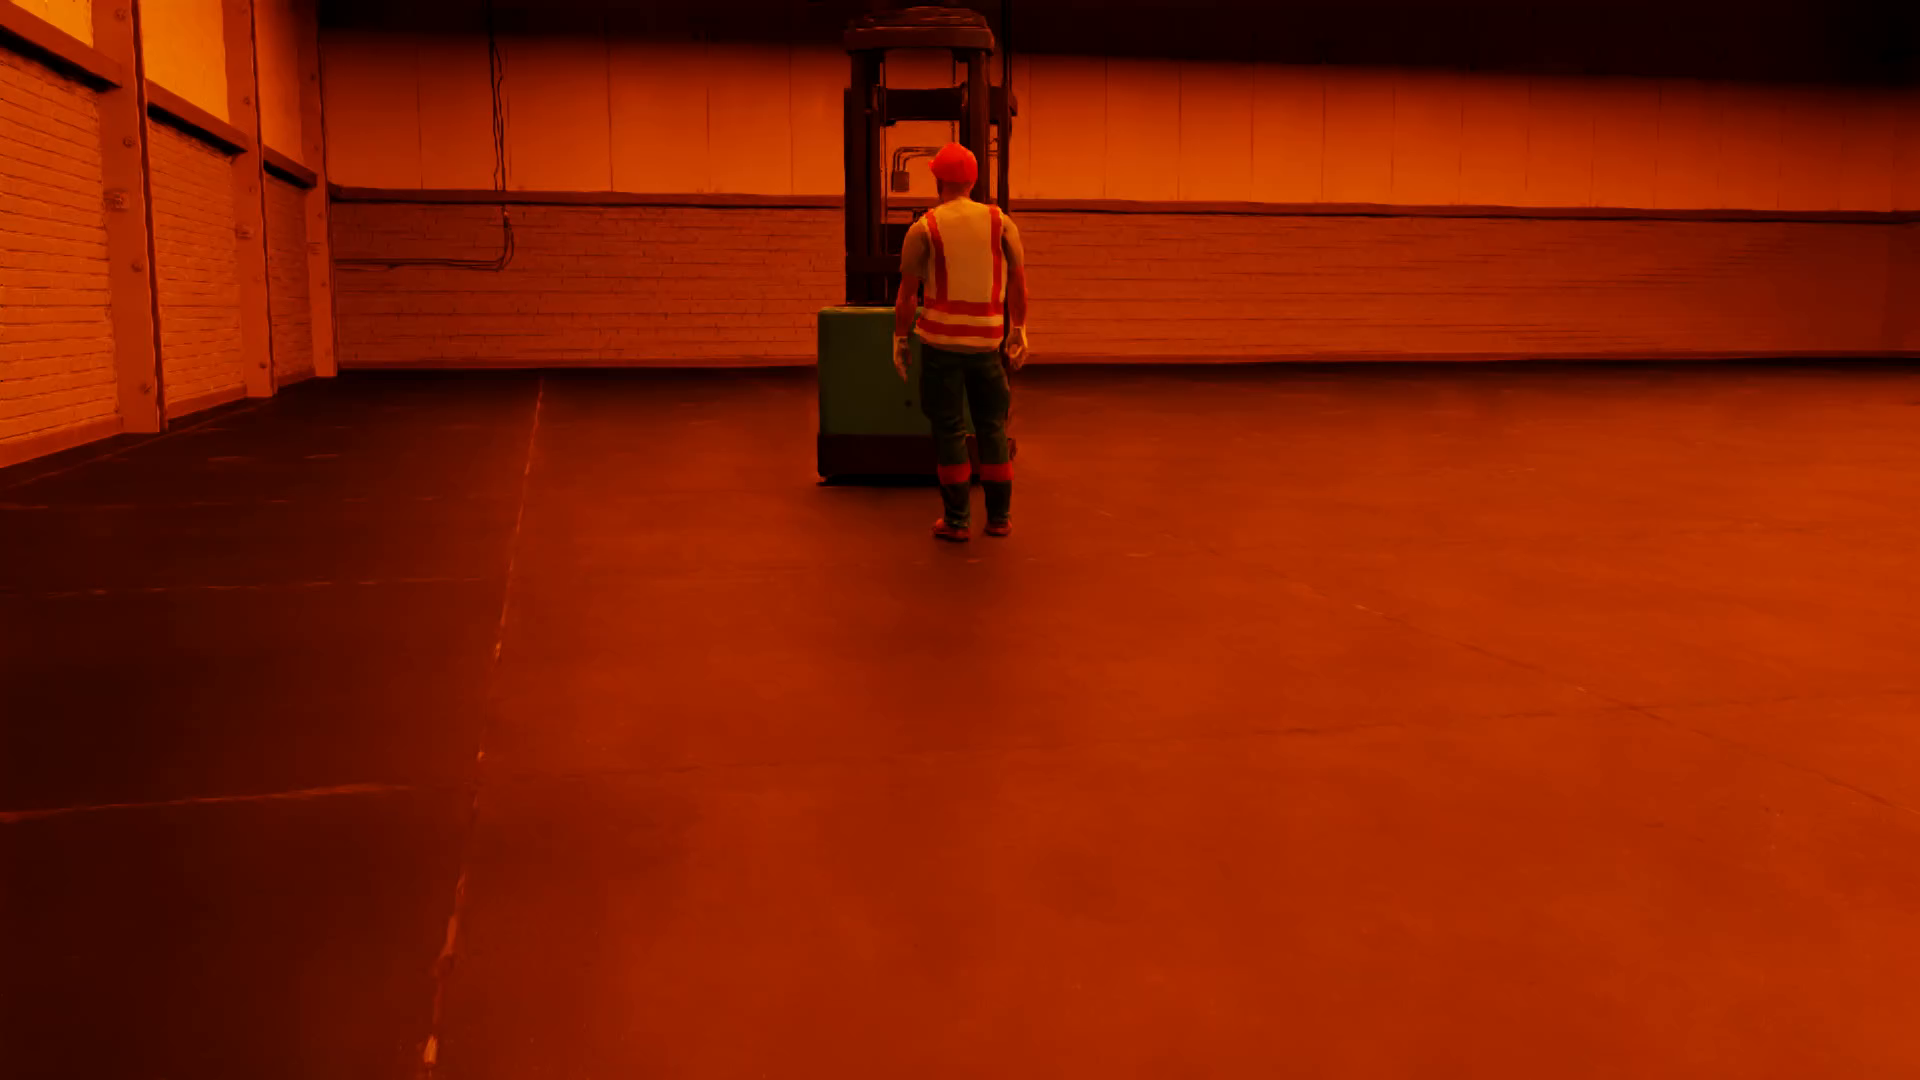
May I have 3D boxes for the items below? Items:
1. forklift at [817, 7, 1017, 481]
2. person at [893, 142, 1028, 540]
[{"bbox_3d":[-0.191,-1.982,11.289,1.130,2.935,3.031,1,8,6],"label":"forklift"},{"bbox_3d":[-0.008,-0.904,7.662,0.637,1.787,0.563,-2,8,-13],"label":"person"}]
